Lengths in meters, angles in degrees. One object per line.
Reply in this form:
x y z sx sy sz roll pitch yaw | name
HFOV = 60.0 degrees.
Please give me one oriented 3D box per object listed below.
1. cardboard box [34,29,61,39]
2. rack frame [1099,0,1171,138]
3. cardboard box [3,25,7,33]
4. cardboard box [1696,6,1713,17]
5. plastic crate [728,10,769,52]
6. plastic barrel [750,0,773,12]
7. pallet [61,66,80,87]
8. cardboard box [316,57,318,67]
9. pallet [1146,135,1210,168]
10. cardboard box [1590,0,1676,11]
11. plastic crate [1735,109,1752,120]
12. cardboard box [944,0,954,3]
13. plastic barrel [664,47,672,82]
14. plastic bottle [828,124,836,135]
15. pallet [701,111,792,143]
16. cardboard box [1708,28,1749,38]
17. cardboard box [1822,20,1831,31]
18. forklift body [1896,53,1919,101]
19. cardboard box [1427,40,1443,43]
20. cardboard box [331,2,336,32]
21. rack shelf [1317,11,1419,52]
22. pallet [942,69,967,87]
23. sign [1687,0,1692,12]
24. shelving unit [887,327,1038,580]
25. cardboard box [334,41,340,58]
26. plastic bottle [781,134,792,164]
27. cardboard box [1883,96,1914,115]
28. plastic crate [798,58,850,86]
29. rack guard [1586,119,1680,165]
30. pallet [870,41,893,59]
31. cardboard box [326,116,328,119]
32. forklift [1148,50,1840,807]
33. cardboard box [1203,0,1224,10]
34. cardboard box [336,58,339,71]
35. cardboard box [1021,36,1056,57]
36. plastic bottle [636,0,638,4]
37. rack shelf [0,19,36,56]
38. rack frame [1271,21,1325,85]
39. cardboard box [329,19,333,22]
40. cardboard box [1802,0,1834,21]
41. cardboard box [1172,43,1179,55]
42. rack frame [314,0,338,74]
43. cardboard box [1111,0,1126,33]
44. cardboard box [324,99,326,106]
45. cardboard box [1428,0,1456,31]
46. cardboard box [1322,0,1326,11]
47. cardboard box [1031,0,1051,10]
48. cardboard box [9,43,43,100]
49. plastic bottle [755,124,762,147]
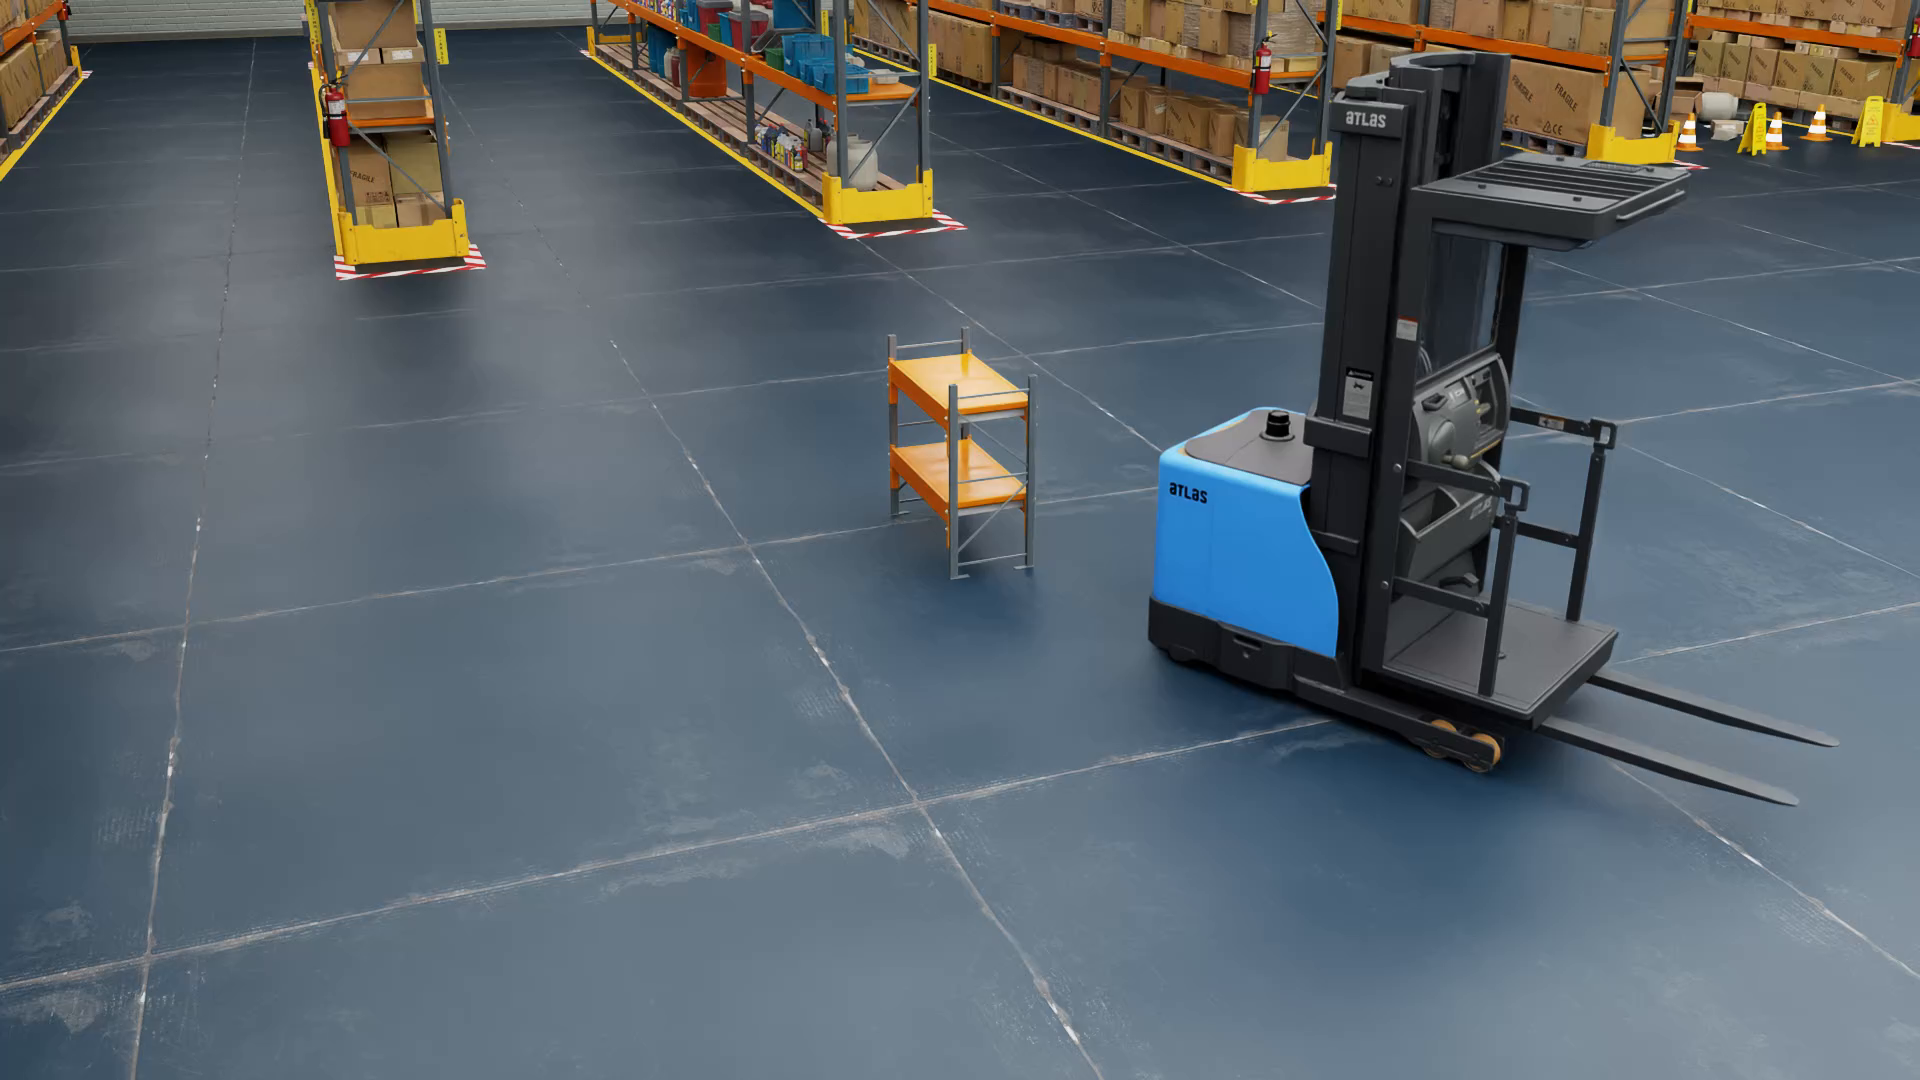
-15.180 -8.392 27.641 0.380 0.149 0.250 -9 24 -20 | cardboard box
2.405 -6.992 22.478 1.000 3.000 0.127 -8 24 -19 | rack frame
-13.448 -7.104 23.040 0.380 0.149 0.250 -8 24 -17 | cardboard box
11.487 -8.078 25.377 0.380 0.149 0.250 -8 24 -19 | cardboard box
-2.686 -6.476 21.171 0.402 0.464 0.583 -8 24 -19 | plastic crate
-2.621 -7.020 22.368 0.433 0.535 0.433 0 23 0 | plastic barrel
-15.381 -7.749 27.863 1.003 0.211 1.213 -8 24 -19 | pallet
-10.422 -7.946 27.635 0.500 0.311 0.500 -8 24 -19 | cardboard box
3.110 -5.024 21.398 1.003 0.211 1.213 -8 24 -19 | pallet
8.399 -6.890 20.651 0.875 0.550 0.550 -8 24 -19 | cardboard box
11.463 -6.324 24.650 0.402 0.080 0.583 -18 29 -37 | plastic crate
0.050 -9.192 27.569 0.500 0.500 0.500 -8 24 -18 | cardboard box
-4.513 -7.592 26.563 0.421 0.512 0.421 0 23 0 | plastic barrel
-1.550 -4.913 20.389 0.144 0.351 0.185 -8 24 -19 | plastic bottle
-2.977 -5.752 23.125 1.003 0.211 1.213 -8 24 -19 | pallet
14.555 -9.654 31.470 0.500 0.500 0.500 -8 24 -17 | cardboard box
12.415 -7.264 23.446 0.380 0.149 0.250 -8 24 -18 | cardboard box
15.355 -7.629 25.080 2.313 2.155 1.214 -8 24 -19 | forklift body
9.470 -9.932 31.647 0.875 0.875 0.875 -8 24 -17 | cardboard box
-6.170 -5.571 17.306 0.700 0.500 0.500 -8 24 -19 | cardboard box
6.374 -8.031 25.869 1.077 0.370 4.000 -8 24 -19 | rack shelf
0.356 -7.900 28.222 1.003 0.211 1.213 -8 24 -19 | pallet
9.015 -6.692 20.549 0.100 0.325 0.005 -8 24 -19 | sign
-0.002 -0.521 9.537 0.538 1.125 1.048 -8 24 -19 | shelving unit
-5.949 -4.827 16.375 0.380 0.149 0.250 -9 24 -20 | cardboard box
-2.049 -4.654 19.774 0.144 0.351 0.185 -7 24 -17 | plastic bottle
13.063 -6.156 23.493 0.500 0.250 0.500 -9 24 -19 | cardboard box
-1.497 -5.168 18.342 0.499 0.251 0.408 -8 24 -19 | plastic crate
8.502 -5.022 21.022 1.175 0.500 0.348 -8 24 -19 | rack guard
-1.052 -9.345 31.650 1.003 0.211 1.213 -8 24 -19 | pallet
-6.809 -4.514 18.633 0.500 0.500 0.500 -8 24 -19 | cardboard box
2.399 -0.560 7.304 3.031 2.935 1.130 18 29 36 | forklift
3.210 -6.530 19.581 0.500 0.500 0.500 -8 24 -19 | cardboard box
-6.702 -5.520 18.856 0.700 0.500 0.500 -9 24 -20 | cardboard box
1.256 -7.603 25.613 0.500 0.250 0.500 -7 24 -17 | cardboard box
-5.277 -8.926 27.215 0.061 0.283 0.133 -8 24 -19 | plastic bottle
-13.617 -6.802 22.953 1.077 0.370 4.000 -8 24 -19 | rack shelf
5.668 -9.090 27.454 1.000 3.000 0.127 -8 24 -19 | rack frame
-6.769 -5.670 18.378 0.380 0.149 0.250 -9 24 -20 | cardboard box
12.293 -7.606 23.422 0.500 0.500 0.500 -8 24 -19 | cardboard box
2.872 -6.129 20.754 0.380 0.149 0.250 -8 24 -19 | cardboard box
-6.864 -5.634 19.256 1.000 3.000 0.127 -8 24 -19 | rack frame
2.506 -7.003 21.993 0.875 0.500 0.500 -8 24 -19 | cardboard box
-7.813 -5.480 21.167 0.500 0.311 0.500 -9 24 -20 | cardboard box
7.222 -7.573 23.662 0.875 0.550 0.550 -8 24 -19 | cardboard box
5.934 -8.568 26.087 0.500 0.500 0.500 -8 24 -19 | cardboard box
1.369 -7.930 24.354 0.500 0.250 0.500 -9 24 -20 | cardboard box
-13.972 -6.845 24.355 0.750 0.750 0.750 -8 24 -18 | cardboard box
-2.526 -5.082 20.892 0.097 0.271 0.097 0 23 0 | plastic bottle
